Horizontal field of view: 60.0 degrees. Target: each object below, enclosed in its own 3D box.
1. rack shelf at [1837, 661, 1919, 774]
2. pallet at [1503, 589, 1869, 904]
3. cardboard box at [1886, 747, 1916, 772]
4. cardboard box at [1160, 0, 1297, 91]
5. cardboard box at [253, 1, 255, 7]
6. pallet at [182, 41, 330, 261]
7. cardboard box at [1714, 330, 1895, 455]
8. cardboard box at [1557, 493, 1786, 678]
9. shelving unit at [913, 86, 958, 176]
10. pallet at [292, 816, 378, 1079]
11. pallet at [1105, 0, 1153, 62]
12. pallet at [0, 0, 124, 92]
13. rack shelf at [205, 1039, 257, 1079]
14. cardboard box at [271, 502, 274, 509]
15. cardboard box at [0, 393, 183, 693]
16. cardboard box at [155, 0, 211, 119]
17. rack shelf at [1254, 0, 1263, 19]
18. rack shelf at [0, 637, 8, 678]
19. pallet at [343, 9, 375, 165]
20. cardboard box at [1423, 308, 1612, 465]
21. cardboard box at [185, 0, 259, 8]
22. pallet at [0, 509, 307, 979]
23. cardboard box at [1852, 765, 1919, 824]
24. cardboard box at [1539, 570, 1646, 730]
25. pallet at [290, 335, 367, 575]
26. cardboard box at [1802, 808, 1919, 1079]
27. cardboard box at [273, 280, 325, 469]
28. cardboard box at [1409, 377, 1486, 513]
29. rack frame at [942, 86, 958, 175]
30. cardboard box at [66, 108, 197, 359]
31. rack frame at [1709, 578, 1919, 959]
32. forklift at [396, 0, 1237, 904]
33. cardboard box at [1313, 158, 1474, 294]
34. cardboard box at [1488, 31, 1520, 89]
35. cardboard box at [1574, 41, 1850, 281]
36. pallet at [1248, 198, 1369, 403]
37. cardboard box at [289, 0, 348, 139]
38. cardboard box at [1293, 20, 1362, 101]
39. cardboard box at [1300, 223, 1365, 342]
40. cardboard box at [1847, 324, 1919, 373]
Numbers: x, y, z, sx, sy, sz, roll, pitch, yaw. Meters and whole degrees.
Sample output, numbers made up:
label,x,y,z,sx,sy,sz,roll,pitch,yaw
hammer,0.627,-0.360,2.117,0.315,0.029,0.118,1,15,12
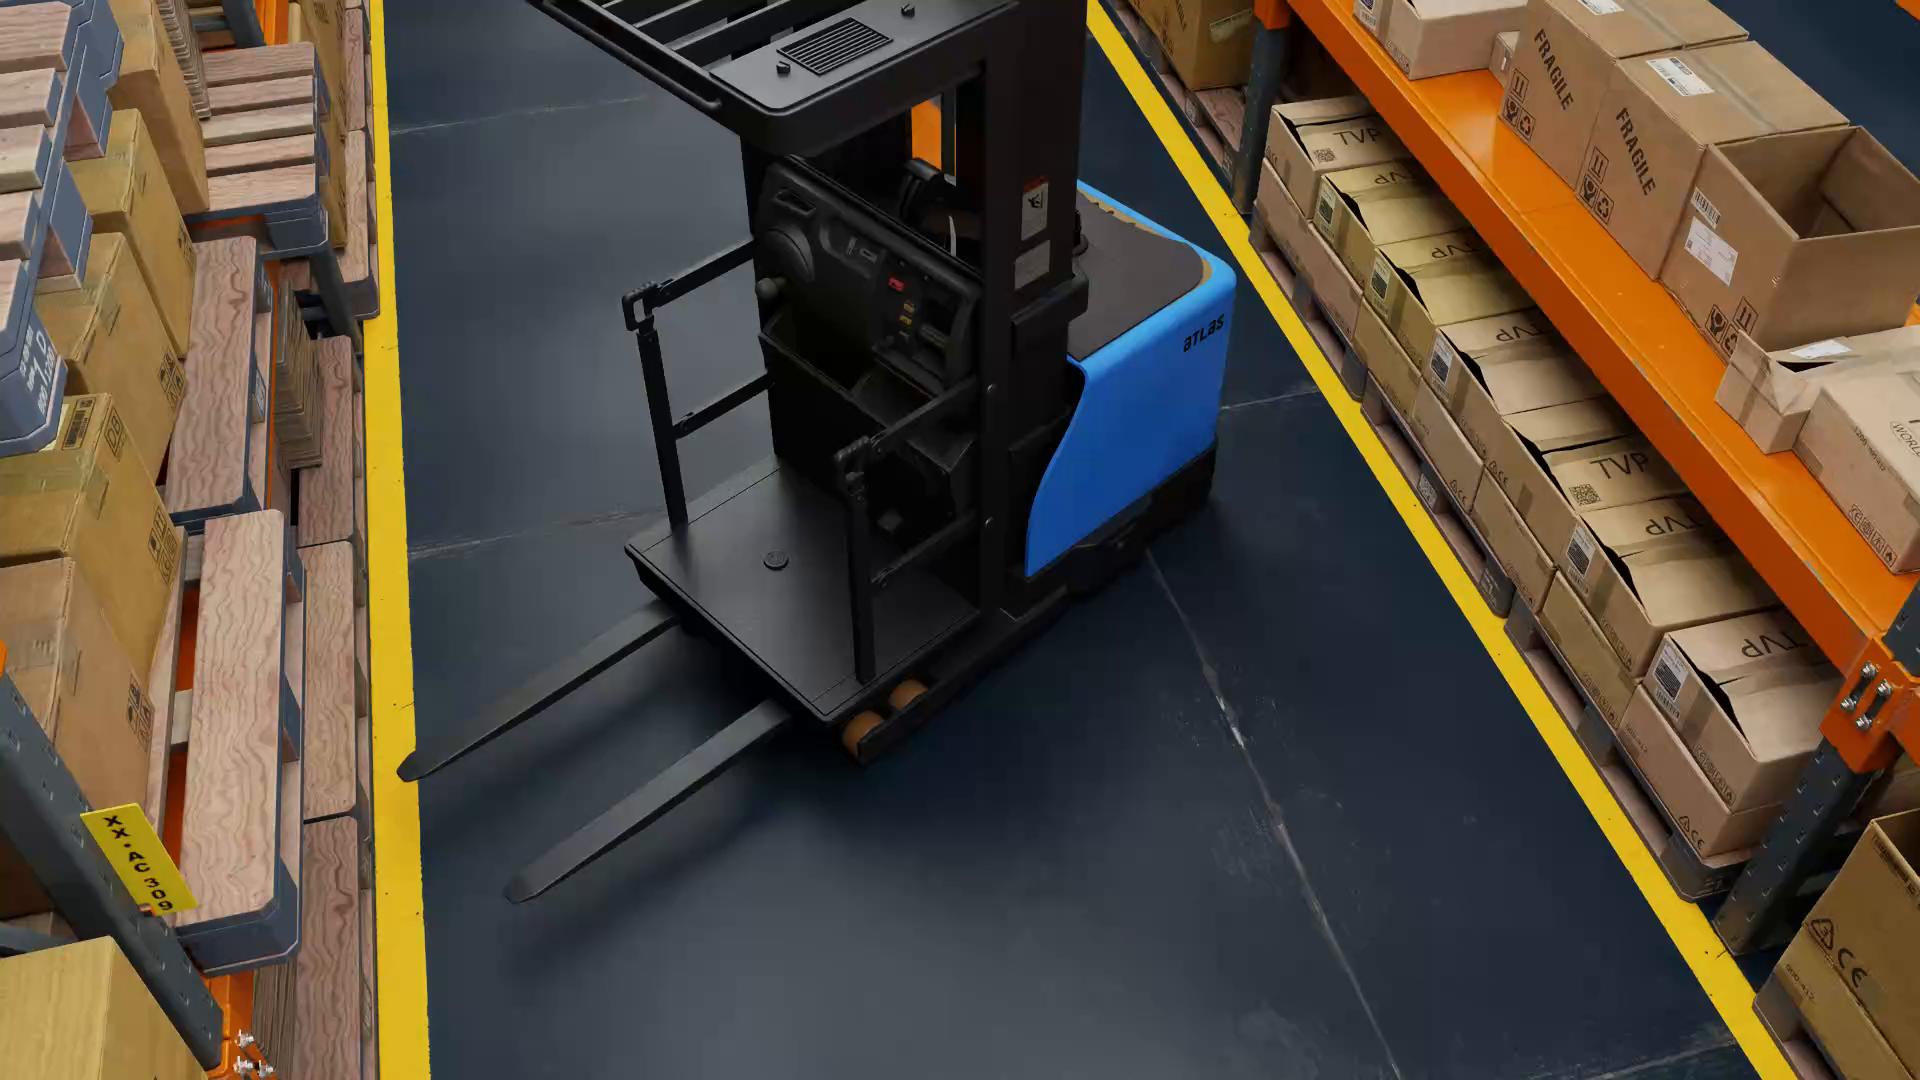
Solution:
label,x,y,z,sx,sy,sz,roll,pitch,yaw
rack shelf,3.309,1.710,2.978,1.077,0.370,4.000,-11,47,-10
pallet,2.570,0.552,5.561,1.003,0.211,1.213,-11,47,-10
cardboard box,2.932,0.366,5.030,0.500,0.311,0.500,-11,47,-10
cardboard box,1.306,-2.566,8.107,0.500,0.500,0.500,-9,46,-9
cardboard box,-2.932,-2.140,6.409,0.380,0.149,0.250,-10,46,-10
pallet,-2.730,-1.236,5.496,1.213,0.211,1.003,-11,47,-10
cardboard box,2.394,-0.449,4.684,0.396,0.266,0.258,-12,47,-11
cardboard box,2.276,0.111,5.279,0.500,0.311,0.500,-10,46,-9
shelving unit,-0.130,-1.644,6.811,0.587,1.500,1.083,-25,51,-22
pallet,-2.192,1.424,4.706,1.003,0.211,1.213,-11,47,-10
pallet,1.309,-3.071,9.112,1.003,0.211,1.213,-11,47,-10
pallet,-2.315,-1.160,3.318,1.213,0.211,1.003,-11,47,-10
rack shelf,-1.479,2.618,2.088,1.077,0.370,4.000,-11,47,-10
cardboard box,-2.606,0.147,5.448,0.700,0.500,0.500,-11,47,-11
cardboard box,-2.225,0.052,3.721,0.700,0.500,0.500,-6,46,-6
cardboard box,-2.885,-1.642,5.381,0.700,0.500,0.500,-16,48,-15
rack shelf,1.260,-3.813,8.391,1.077,0.370,4.000,-11,47,-10
rack shelf,-2.503,-1.193,3.723,1.077,0.370,4.000,-11,47,-10
pallet,-3.453,-2.199,8.257,1.003,0.211,1.213,-11,47,-10
cardboard box,2.026,-0.581,5.958,0.500,0.311,0.500,-11,47,-11
cardboard box,-2.892,-2.304,6.116,0.500,0.500,0.500,-9,46,-9
pallet,-2.046,0.498,3.796,1.003,0.211,1.213,-11,47,-10
cardboard box,2.933,0.569,5.223,0.500,0.250,0.500,-12,47,-11
cardboard box,2.282,0.310,5.477,0.500,0.250,0.500,-11,47,-11
pallet,-2.817,-0.260,6.357,1.003,0.211,1.213,-11,47,-10
cardboard box,2.613,1.008,4.268,0.500,0.500,0.500,-11,47,-10
cardboard box,-2.780,-0.568,6.148,0.700,0.500,0.500,-10,46,-10
cardboard box,2.022,-0.395,6.168,0.500,0.250,0.500,-10,46,-10
rack frame,0.152,-1.334,6.507,0.500,1.500,0.032,-25,51,-22
cardboard box,-2.545,-0.786,4.542,0.700,0.500,0.500,-11,47,-10
rack frame,2.797,0.077,4.074,1.000,3.000,0.127,-11,47,-10
forklift,-0.451,-0.718,4.902,3.031,2.935,1.130,-34,55,-29
cardboard box,1.765,-1.289,6.651,0.500,0.311,0.500,-12,47,-11
cardboard box,2.153,-1.726,6.017,0.380,0.149,0.250,-8,46,-7
cardboard box,2.353,-1.200,5.256,0.500,0.500,0.500,-11,47,-10
pallet,1.946,-1.133,7.212,1.003,0.211,1.213,-11,47,-10
cardboard box,-3.295,-2.308,7.623,0.750,0.750,0.750,-11,47,-11
cardboard box,1.932,-2.330,7.875,0.500,0.500,0.500,-9,46,-9
cardboard box,1.752,-1.107,6.866,0.500,0.250,0.500,-12,47,-11
cardboard box,2.767,-0.484,4.800,0.380,0.149,0.250,-11,47,-10
